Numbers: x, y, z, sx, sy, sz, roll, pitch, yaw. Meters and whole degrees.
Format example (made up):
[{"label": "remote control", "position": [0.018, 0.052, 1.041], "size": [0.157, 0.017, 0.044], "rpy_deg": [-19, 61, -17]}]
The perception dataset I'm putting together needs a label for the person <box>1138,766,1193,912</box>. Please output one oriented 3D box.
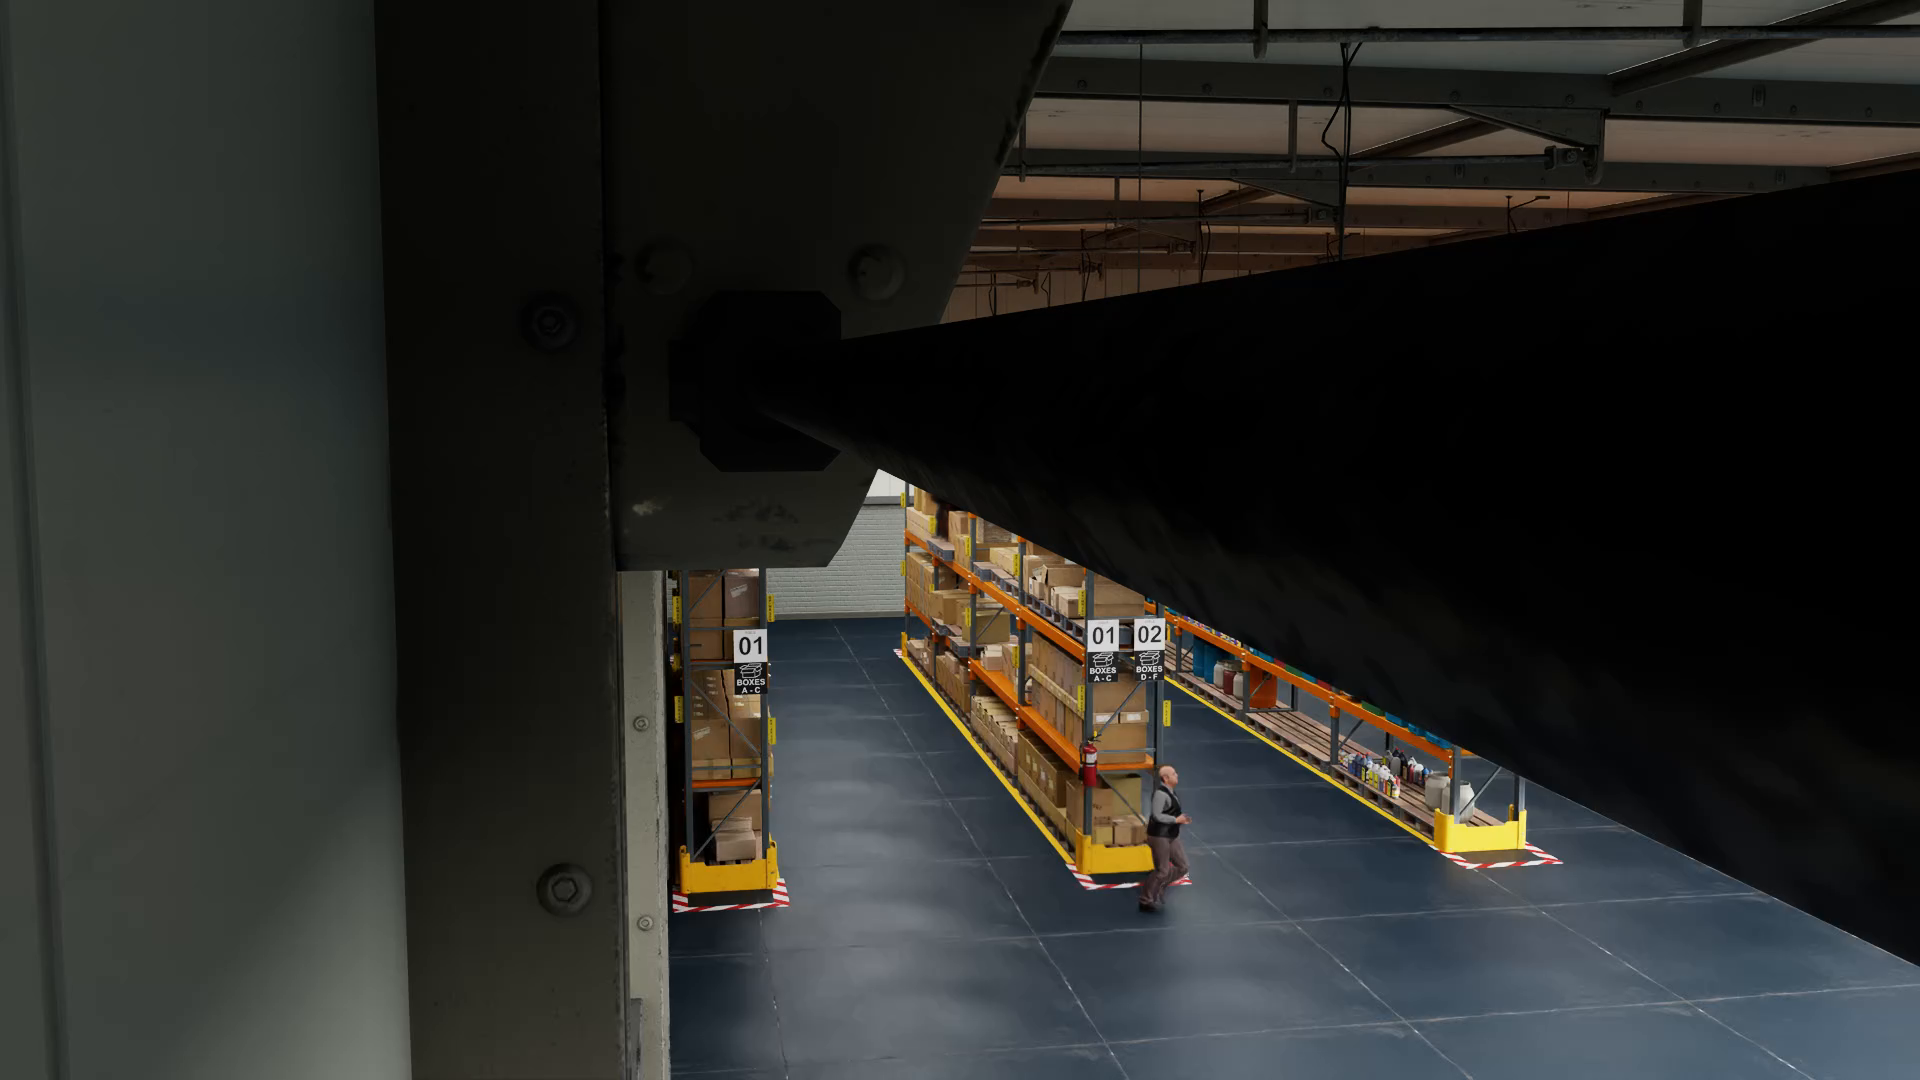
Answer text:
[{"label": "person", "position": [2.444, 3.480, 19.444], "size": [0.636, 1.687, 0.669], "rpy_deg": [3, 6, 24]}]
